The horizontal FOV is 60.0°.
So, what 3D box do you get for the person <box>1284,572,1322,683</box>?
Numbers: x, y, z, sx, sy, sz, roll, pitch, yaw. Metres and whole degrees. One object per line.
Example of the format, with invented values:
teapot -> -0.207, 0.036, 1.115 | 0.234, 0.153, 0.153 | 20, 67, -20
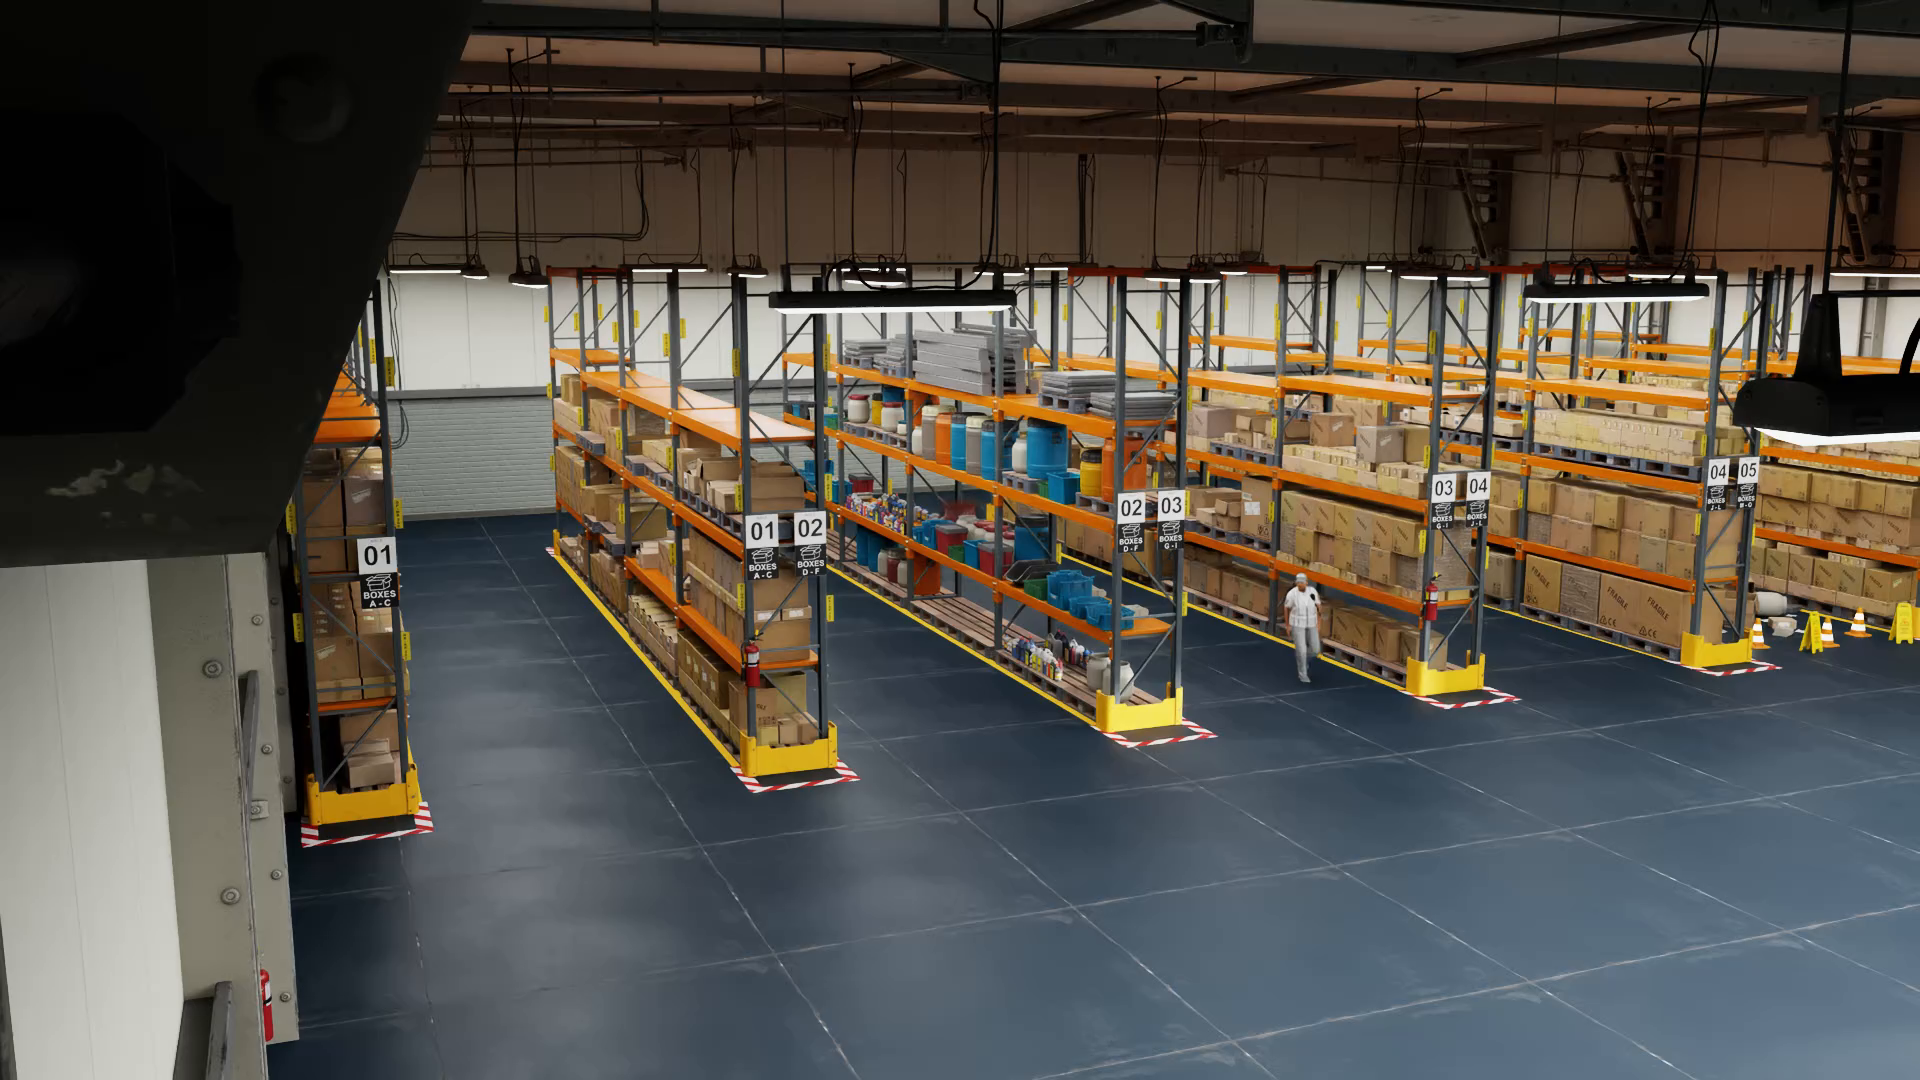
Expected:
person -> 5.094, 1.274, 24.707 | 0.539, 1.636, 0.515 | -2, 10, -9
